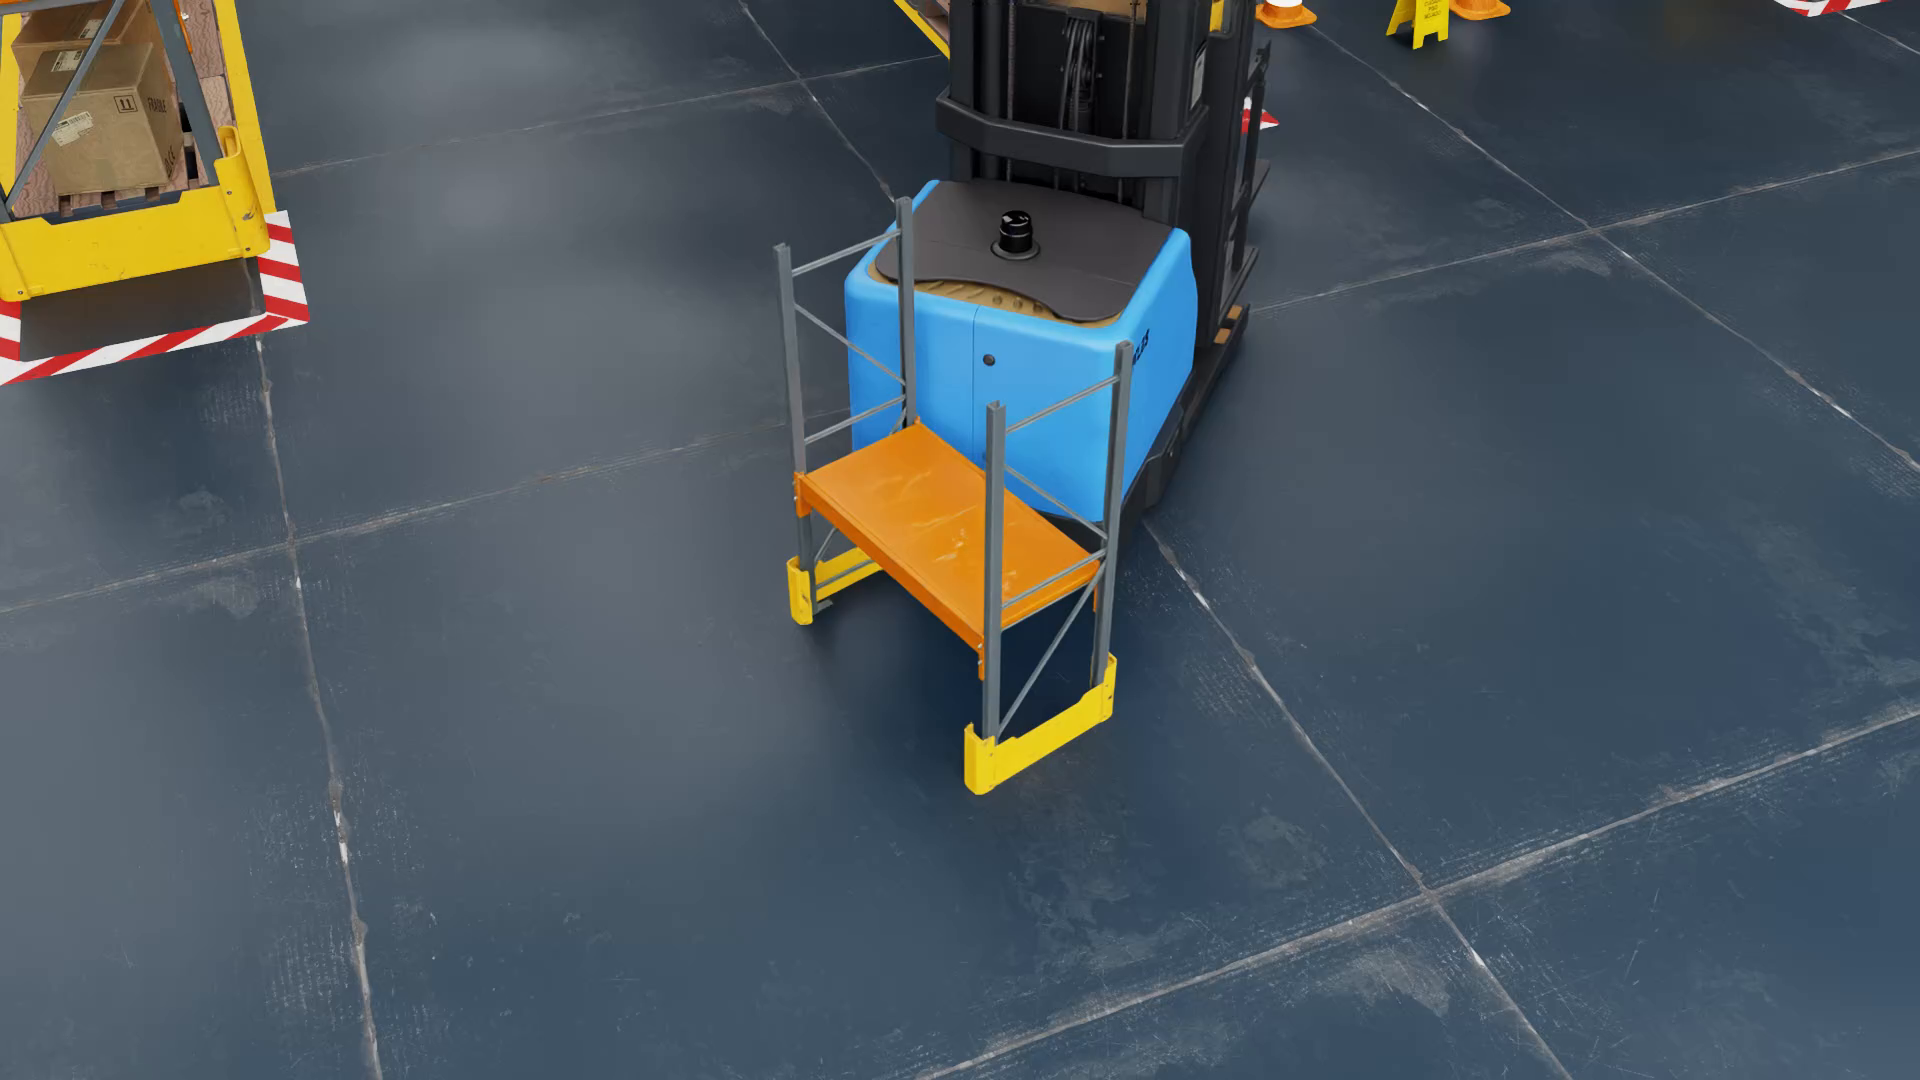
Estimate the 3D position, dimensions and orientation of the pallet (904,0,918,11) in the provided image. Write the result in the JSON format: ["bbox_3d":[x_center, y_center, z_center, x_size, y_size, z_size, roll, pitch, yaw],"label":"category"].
[{"bbox_3d":[-0.035,-3.716,10.409,1.003,0.211,1.213,-15,43,-17],"label":"pallet"}]

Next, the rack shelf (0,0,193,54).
[{"bbox_3d":[-4.580,-3.333,8.377,1.077,0.370,4.000,-15,43,-17],"label":"rack shelf"}]

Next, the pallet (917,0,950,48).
[{"bbox_3d":[0.428,-2.982,9.556,1.003,0.211,1.213,-15,43,-17],"label":"pallet"}]

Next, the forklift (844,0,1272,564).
[{"bbox_3d":[0.613,-1.949,6.268,1.130,2.935,3.031,15,43,17],"label":"forklift"}]

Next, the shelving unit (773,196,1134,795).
[{"bbox_3d":[-0.046,-0.144,5.267,0.587,1.500,1.083,-27,48,-28],"label":"shelving unit"}]

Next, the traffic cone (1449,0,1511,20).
[{"bbox_3d":[3.089,-3.367,9.810,0.336,0.463,0.334,-15,43,-17],"label":"traffic cone"}]

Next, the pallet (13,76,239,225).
[{"bbox_3d":[-4.122,-1.888,8.283,1.003,0.211,1.213,-15,43,-17],"label":"pallet"}]

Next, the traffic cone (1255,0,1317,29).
[{"bbox_3d":[1.915,-3.290,9.721,0.336,0.463,0.334,-15,43,-17],"label":"traffic cone"}]

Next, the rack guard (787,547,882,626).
[{"bbox_3d":[-0.353,0.075,5.971,0.587,0.250,0.087,-27,48,-28],"label":"rack guard"}]

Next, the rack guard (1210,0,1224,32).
[{"bbox_3d":[0.815,-2.615,8.908,1.175,0.500,0.348,-15,43,-17],"label":"rack guard"}]

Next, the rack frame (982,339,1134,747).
[{"bbox_3d":[0.274,0.122,4.958,0.500,1.500,0.032,-27,48,-28],"label":"rack frame"}]

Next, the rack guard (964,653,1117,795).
[{"bbox_3d":[0.262,0.586,5.377,0.587,0.250,0.087,-27,48,-28],"label":"rack guard"}]

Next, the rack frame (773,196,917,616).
[{"bbox_3d":[-0.354,-0.399,5.564,0.500,1.500,0.032,-27,48,-28],"label":"rack frame"}]

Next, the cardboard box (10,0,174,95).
[{"bbox_3d":[-4.299,-2.344,8.271,0.500,0.500,0.500,-5,41,-6],"label":"cardboard box"}]

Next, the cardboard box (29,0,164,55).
[{"bbox_3d":[-4.521,-2.726,8.715,0.500,0.500,0.500,-11,42,-13],"label":"cardboard box"}]

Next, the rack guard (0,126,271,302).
[{"bbox_3d":[-3.844,-1.499,7.610,1.175,0.500,0.348,-15,43,-17],"label":"rack guard"}]

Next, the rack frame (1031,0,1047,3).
[{"bbox_3d":[0.806,-3.577,8.110,1.000,3.000,0.127,-15,43,-17],"label":"rack frame"}]

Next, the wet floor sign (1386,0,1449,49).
[{"bbox_3d":[2.647,-3.161,9.431,0.267,0.644,0.232,-23,46,-24],"label":"wet floor sign"}]

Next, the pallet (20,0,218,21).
[{"bbox_3d":[-5.056,-3.357,9.992,1.003,0.211,1.213,-15,43,-17],"label":"pallet"}]

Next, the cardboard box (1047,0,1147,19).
[{"bbox_3d":[0.486,-3.323,9.121,0.875,0.875,0.875,-15,43,-17],"label":"cardboard box"}]

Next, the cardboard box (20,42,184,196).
[{"bbox_3d":[-4.038,-1.993,7.862,0.500,0.500,0.500,-8,41,-9],"label":"cardboard box"}]

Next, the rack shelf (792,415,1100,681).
[{"bbox_3d":[-0.040,-0.003,5.379,0.538,0.185,1.000,-27,48,-28],"label":"rack shelf"}]

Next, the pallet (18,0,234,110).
[{"bbox_3d":[-4.585,-2.621,9.136,1.003,0.211,1.213,-15,43,-17],"label":"pallet"}]

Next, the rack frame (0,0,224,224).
[{"bbox_3d":[-3.815,-2.401,6.741,1.000,3.000,0.127,-15,43,-17],"label":"rack frame"}]
